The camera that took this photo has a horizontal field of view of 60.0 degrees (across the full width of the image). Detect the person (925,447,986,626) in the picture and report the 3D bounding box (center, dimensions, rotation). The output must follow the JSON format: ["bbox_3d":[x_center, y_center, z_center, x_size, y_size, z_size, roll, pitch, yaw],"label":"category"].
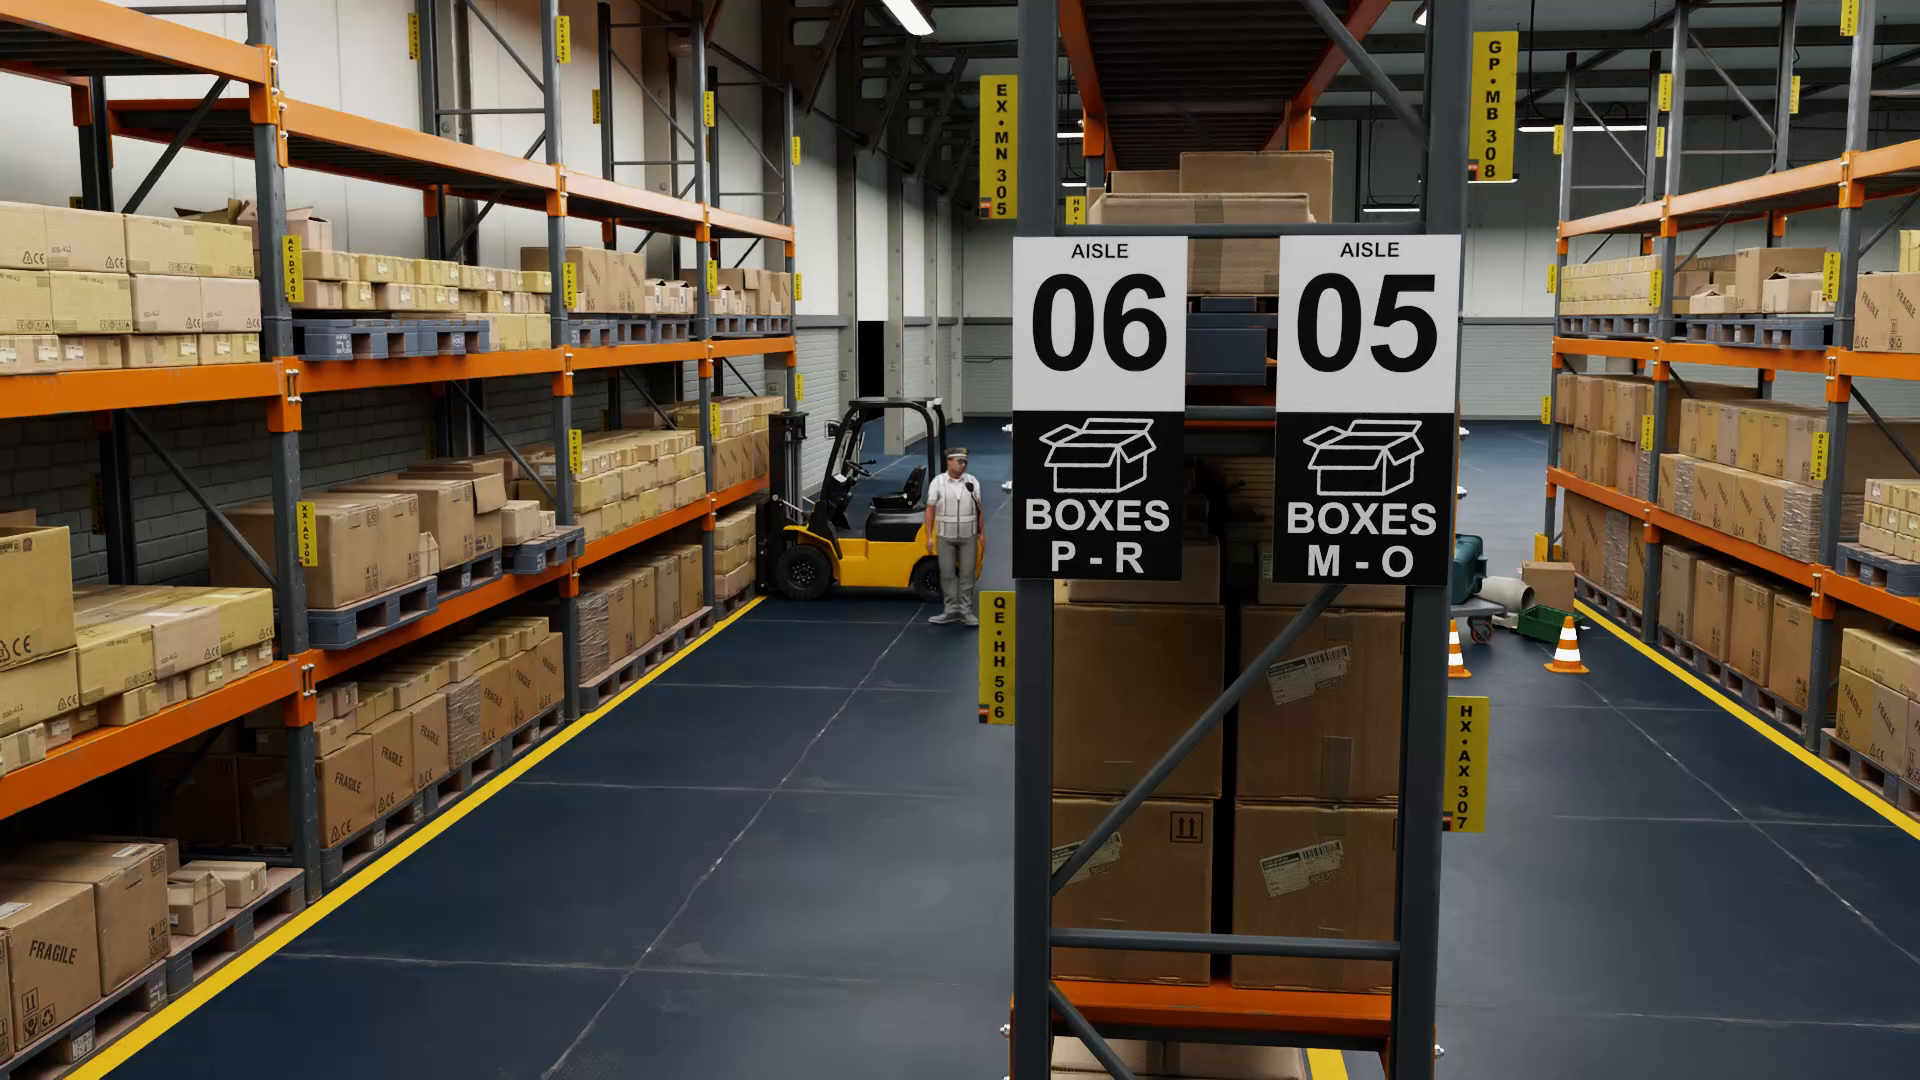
[{"bbox_3d":[-0.042,-0.039,16.414,0.611,1.764,0.396,-1,8,-6],"label":"person"}]
